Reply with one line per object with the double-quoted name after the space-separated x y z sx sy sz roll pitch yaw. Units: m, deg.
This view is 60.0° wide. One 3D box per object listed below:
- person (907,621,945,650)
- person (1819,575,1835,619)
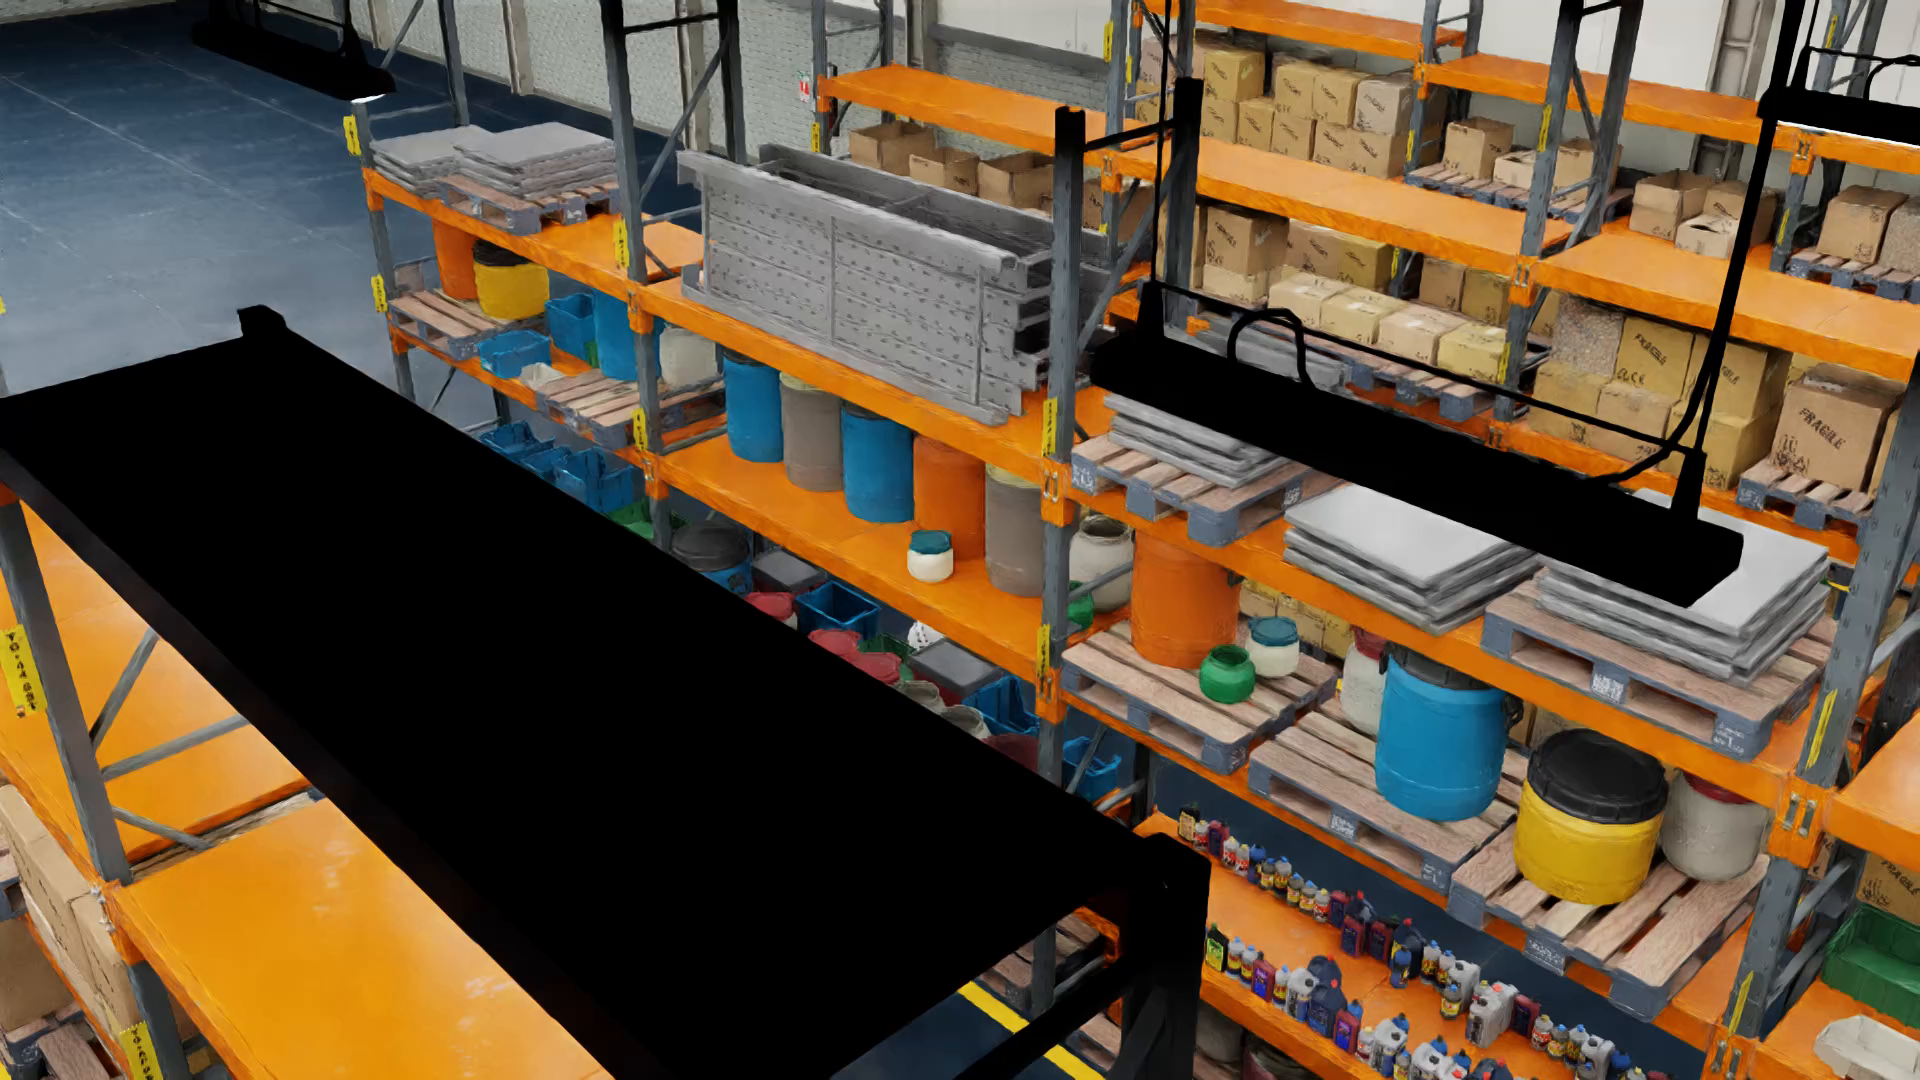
-0.183 1.130 13.039 0.499 1.610 0.913 -11 30 -20 "person"
7.604 -0.093 15.183 1.032 1.727 0.528 20 34 33 "person"
